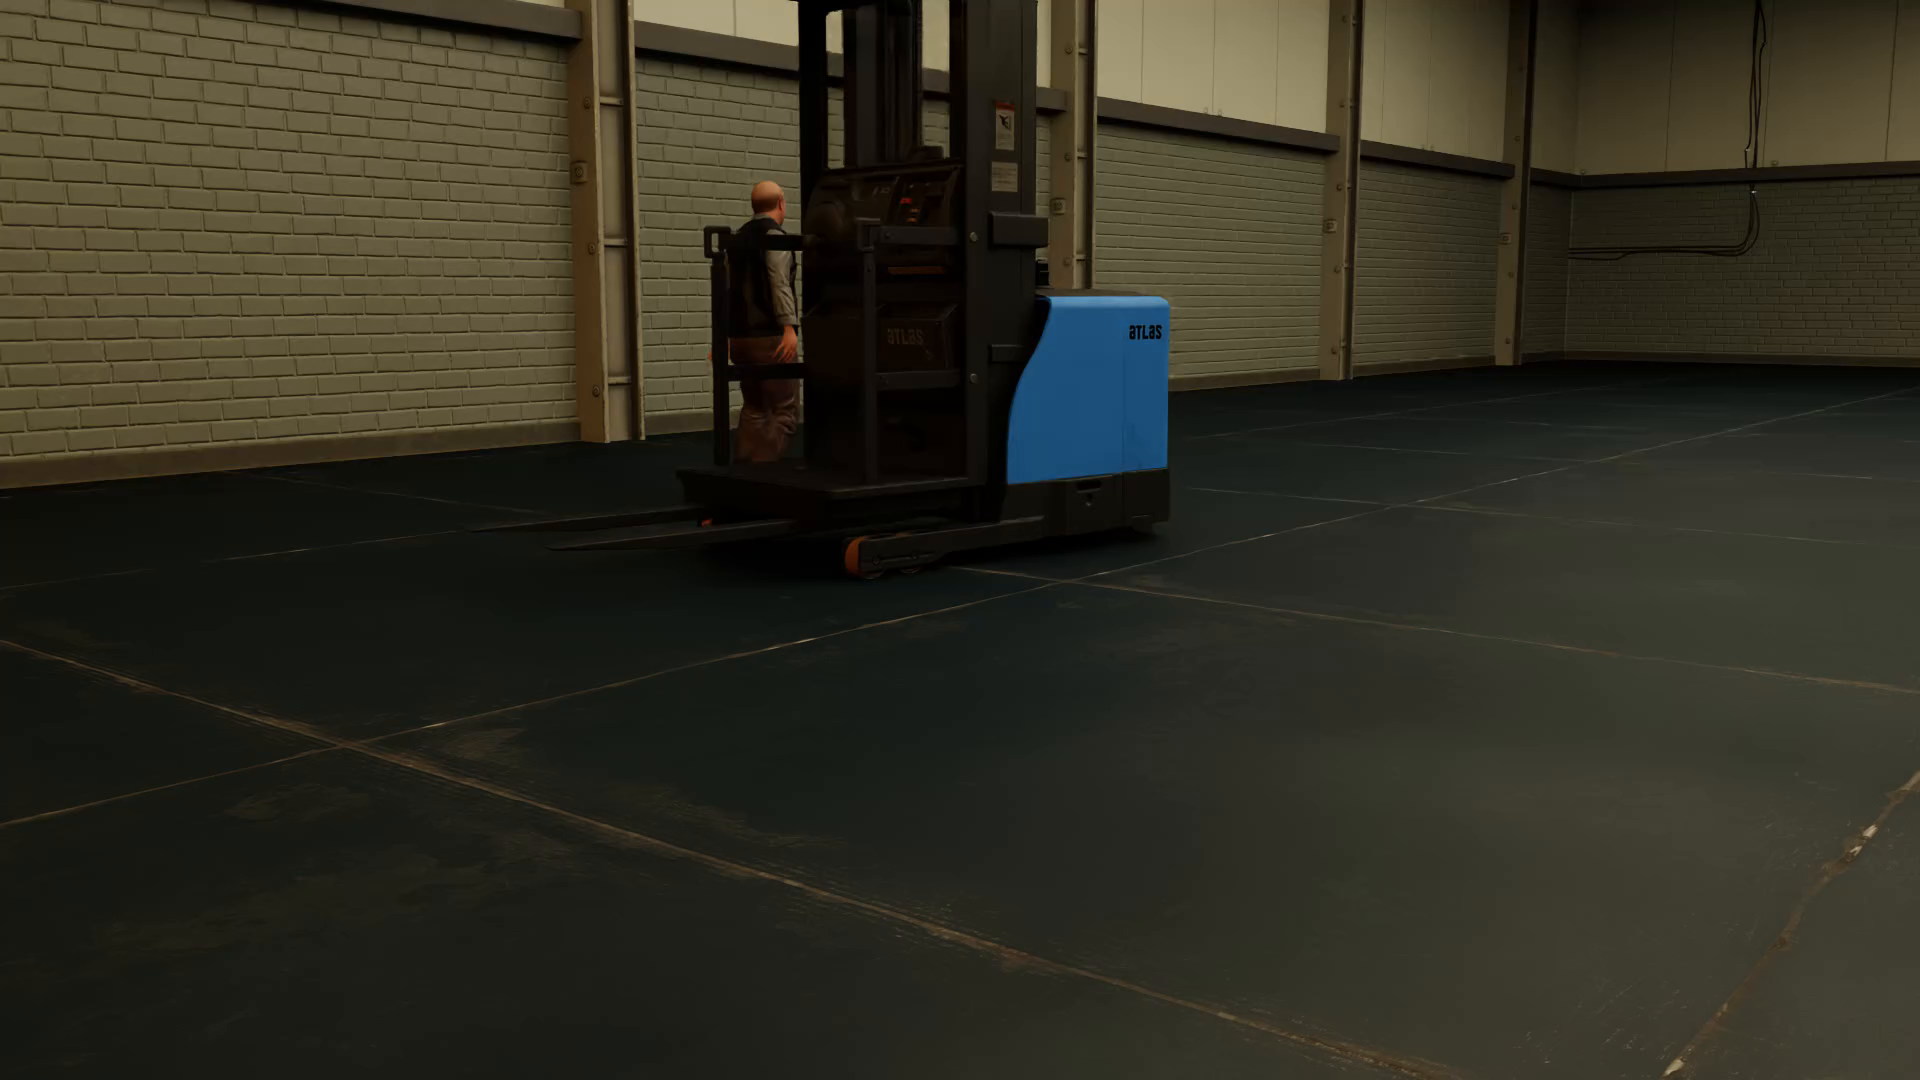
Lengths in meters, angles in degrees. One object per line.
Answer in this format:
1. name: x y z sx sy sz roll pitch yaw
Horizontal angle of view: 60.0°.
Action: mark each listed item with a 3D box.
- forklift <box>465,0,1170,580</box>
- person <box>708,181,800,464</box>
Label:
1. forklift: -0.484 -1.382 6.725 3.031 2.935 1.130 -7 11 -42
2. person: -1.070 -1.058 8.869 0.405 1.692 0.848 -7 11 -38
